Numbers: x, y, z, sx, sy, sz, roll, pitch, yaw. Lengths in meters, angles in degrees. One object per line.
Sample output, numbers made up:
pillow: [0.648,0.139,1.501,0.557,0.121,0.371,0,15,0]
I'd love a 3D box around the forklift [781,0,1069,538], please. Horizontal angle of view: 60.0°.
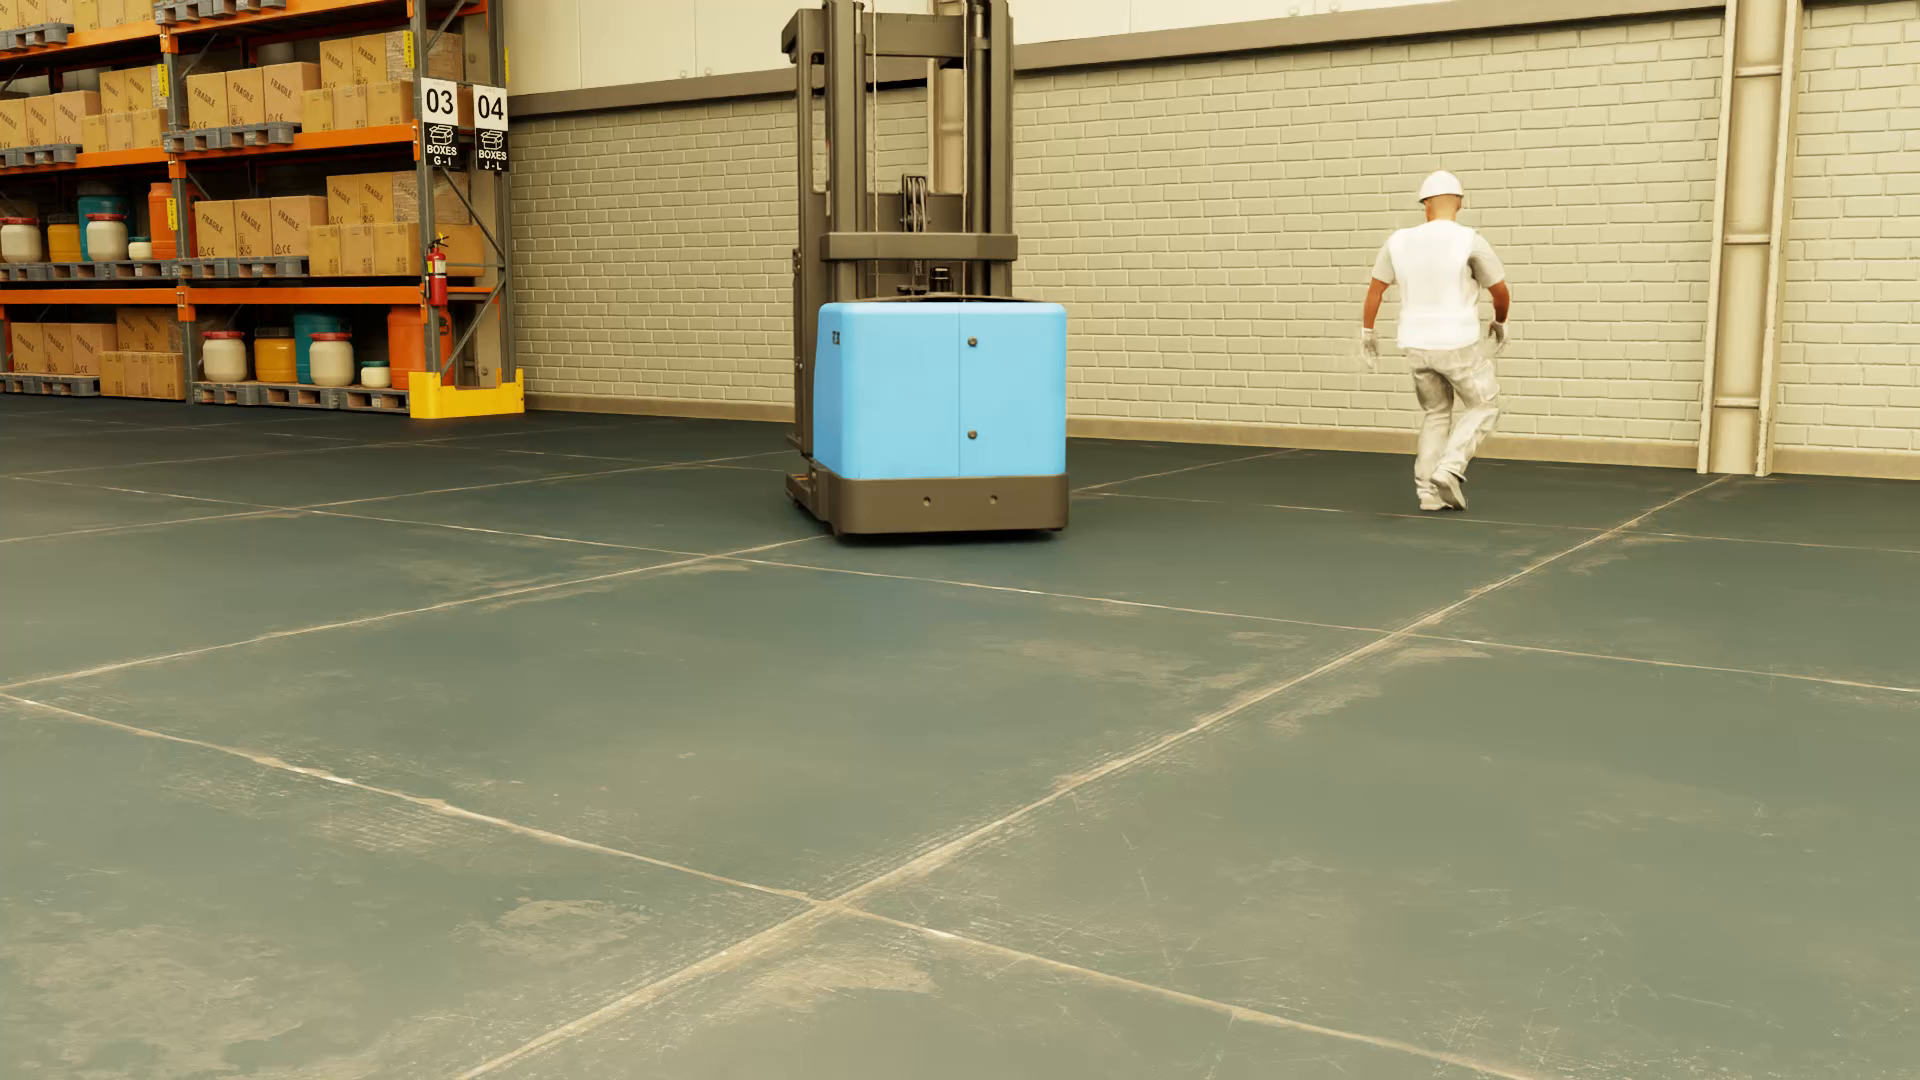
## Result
forklift: [-0.326,-1.627,8.636,1.130,2.935,3.031,-2,8,-12]

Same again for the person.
person: [2.477,-1.020,8.609,0.530,1.738,0.775,-6,10,-38]
